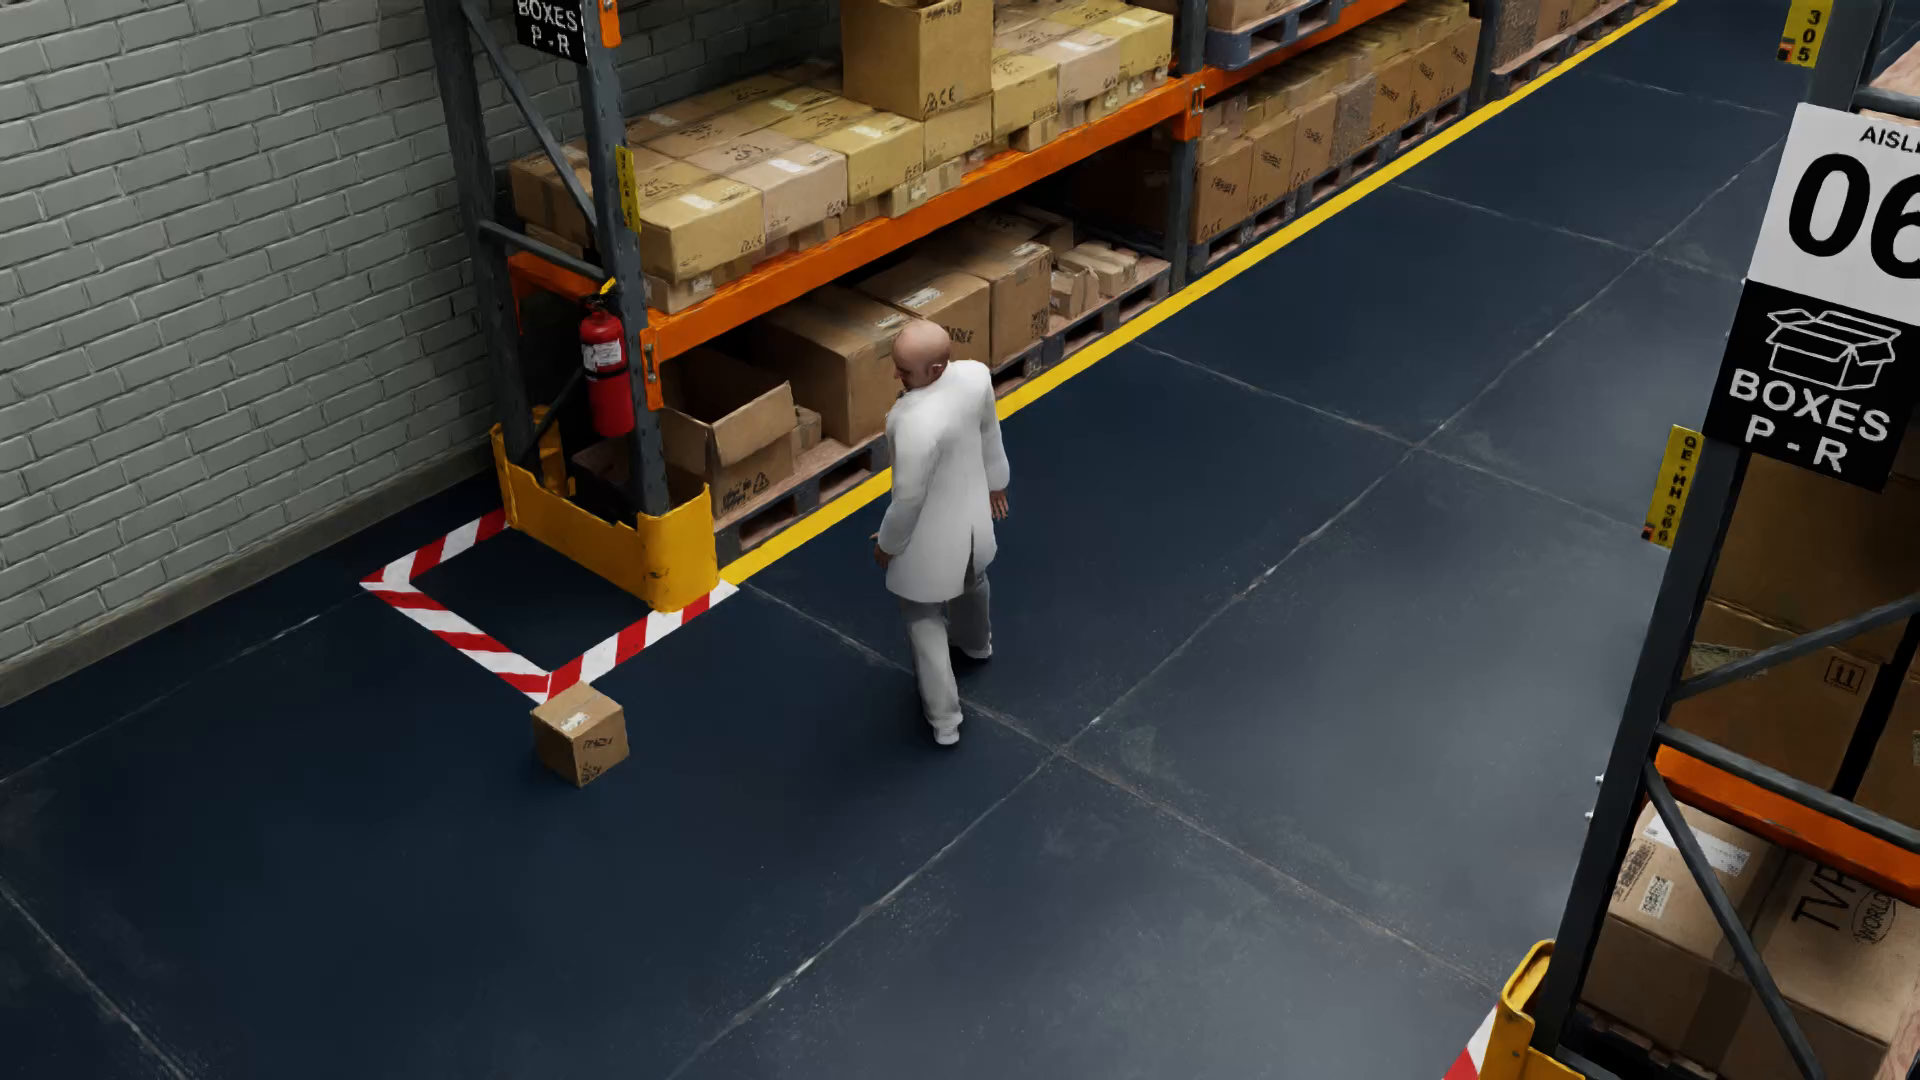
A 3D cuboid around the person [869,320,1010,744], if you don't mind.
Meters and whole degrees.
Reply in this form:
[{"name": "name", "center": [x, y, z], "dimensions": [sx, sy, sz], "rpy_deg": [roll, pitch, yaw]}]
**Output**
[{"name": "person", "center": [-0.110, -0.103, 6.336], "dimensions": [0.619, 1.774, 0.682], "rpy_deg": [26, 42, 32]}]
